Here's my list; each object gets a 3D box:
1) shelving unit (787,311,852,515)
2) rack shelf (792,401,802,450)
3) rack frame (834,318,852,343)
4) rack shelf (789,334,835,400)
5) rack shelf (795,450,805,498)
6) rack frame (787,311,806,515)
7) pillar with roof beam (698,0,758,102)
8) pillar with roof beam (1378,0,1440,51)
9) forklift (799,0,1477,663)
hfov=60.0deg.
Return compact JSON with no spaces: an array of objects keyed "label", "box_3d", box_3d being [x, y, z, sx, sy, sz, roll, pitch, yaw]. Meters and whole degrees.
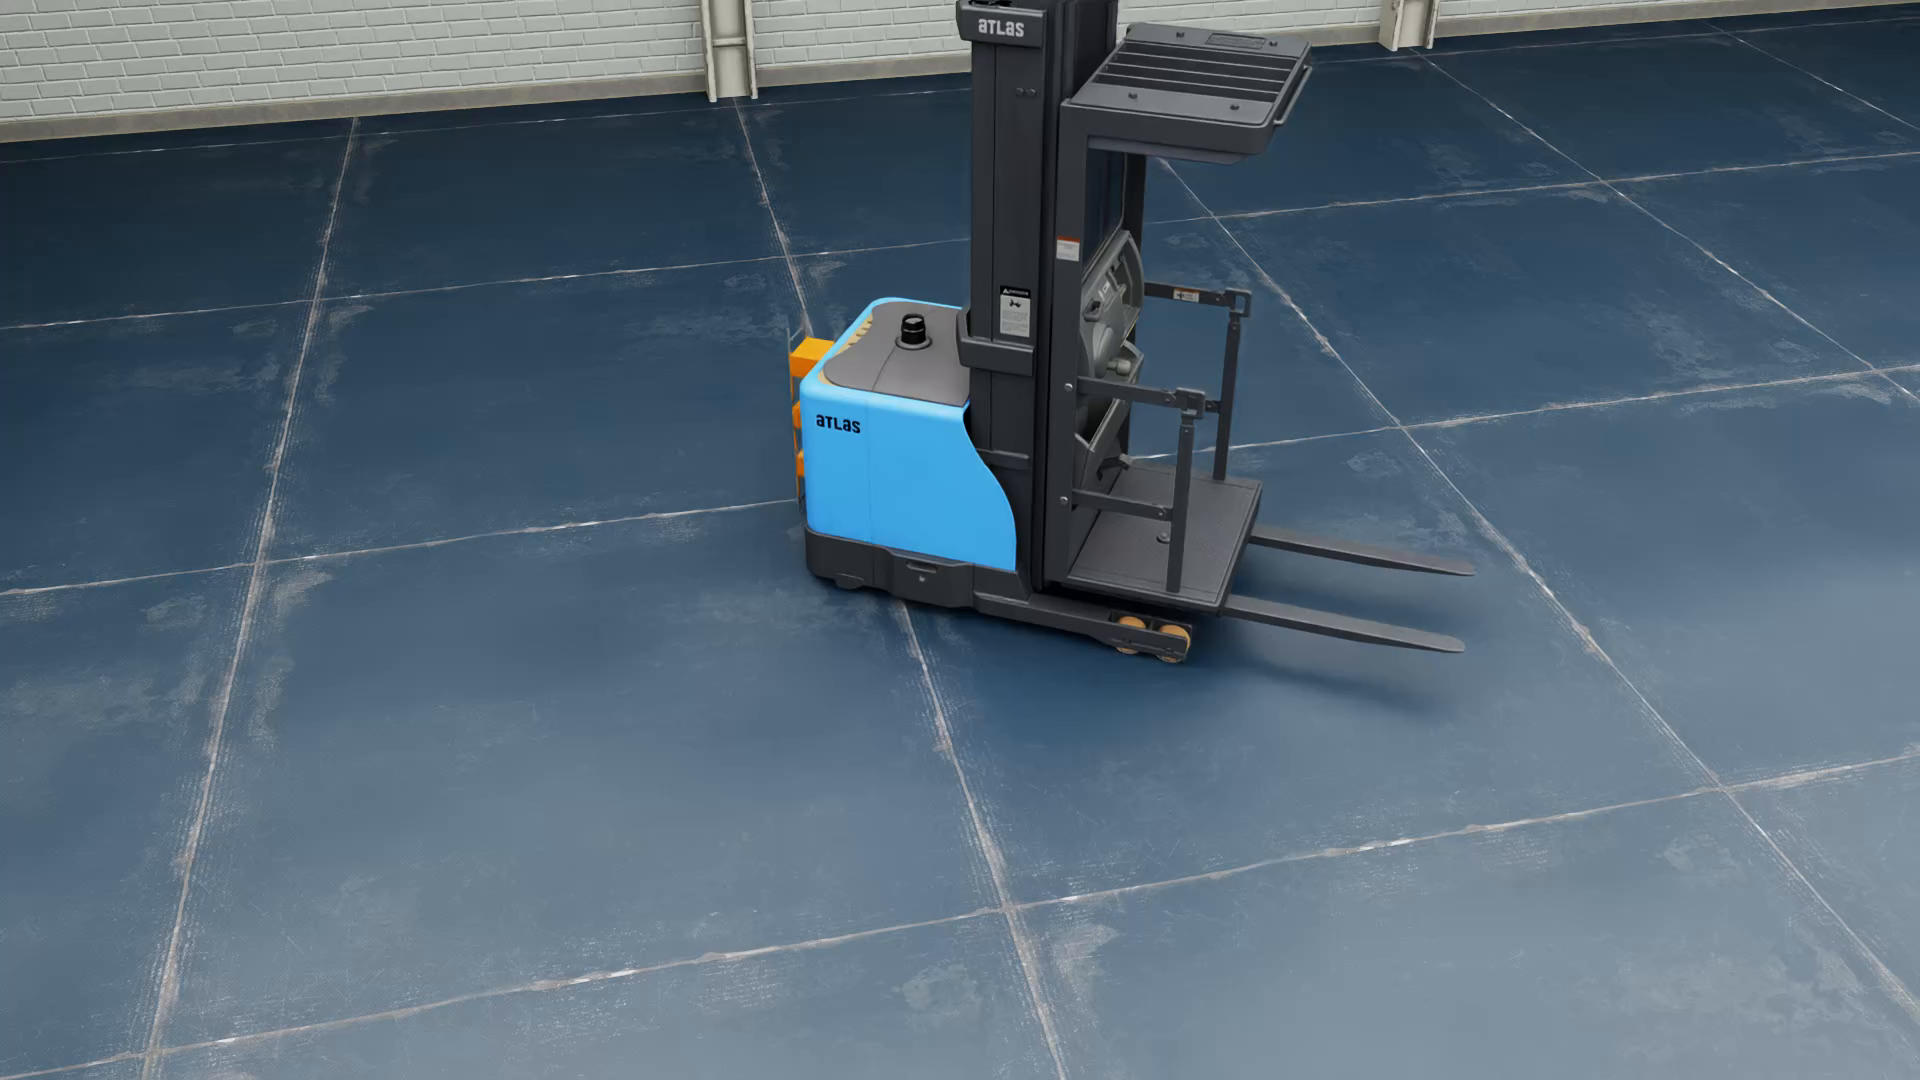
[{"label":"shelving unit","box_3d":[-0.668,-0.593,8.192,0.252,1.050,0.215,11,35,16]},{"label":"rack shelf","box_3d":[-0.668,-0.584,8.198,0.240,0.259,0.215,11,35,16]},{"label":"rack frame","box_3d":[-0.553,-0.571,8.159,0.008,1.050,0.200,11,35,16]},{"label":"rack shelf","box_3d":[-0.668,-0.820,8.040,0.240,0.259,0.215,11,35,16]},{"label":"rack shelf","box_3d":[-0.668,-0.354,8.353,0.240,0.259,0.215,11,35,16]},{"label":"rack frame","box_3d":[-0.784,-0.615,8.225,0.008,1.050,0.200,11,35,16]},{"label":"pillar with roof beam","box_3d":[-0.935,-5.083,7.749,0.400,9.000,9.100,-7,35,-11]},{"label":"pillar with roof beam","box_3d":[4.917,-5.821,8.848,0.400,9.000,9.100,-7,35,-11]},{"label":"forklift","box_3d":[0.842,-1.004,7.116,3.031,2.935,1.130,11,35,16]}]
